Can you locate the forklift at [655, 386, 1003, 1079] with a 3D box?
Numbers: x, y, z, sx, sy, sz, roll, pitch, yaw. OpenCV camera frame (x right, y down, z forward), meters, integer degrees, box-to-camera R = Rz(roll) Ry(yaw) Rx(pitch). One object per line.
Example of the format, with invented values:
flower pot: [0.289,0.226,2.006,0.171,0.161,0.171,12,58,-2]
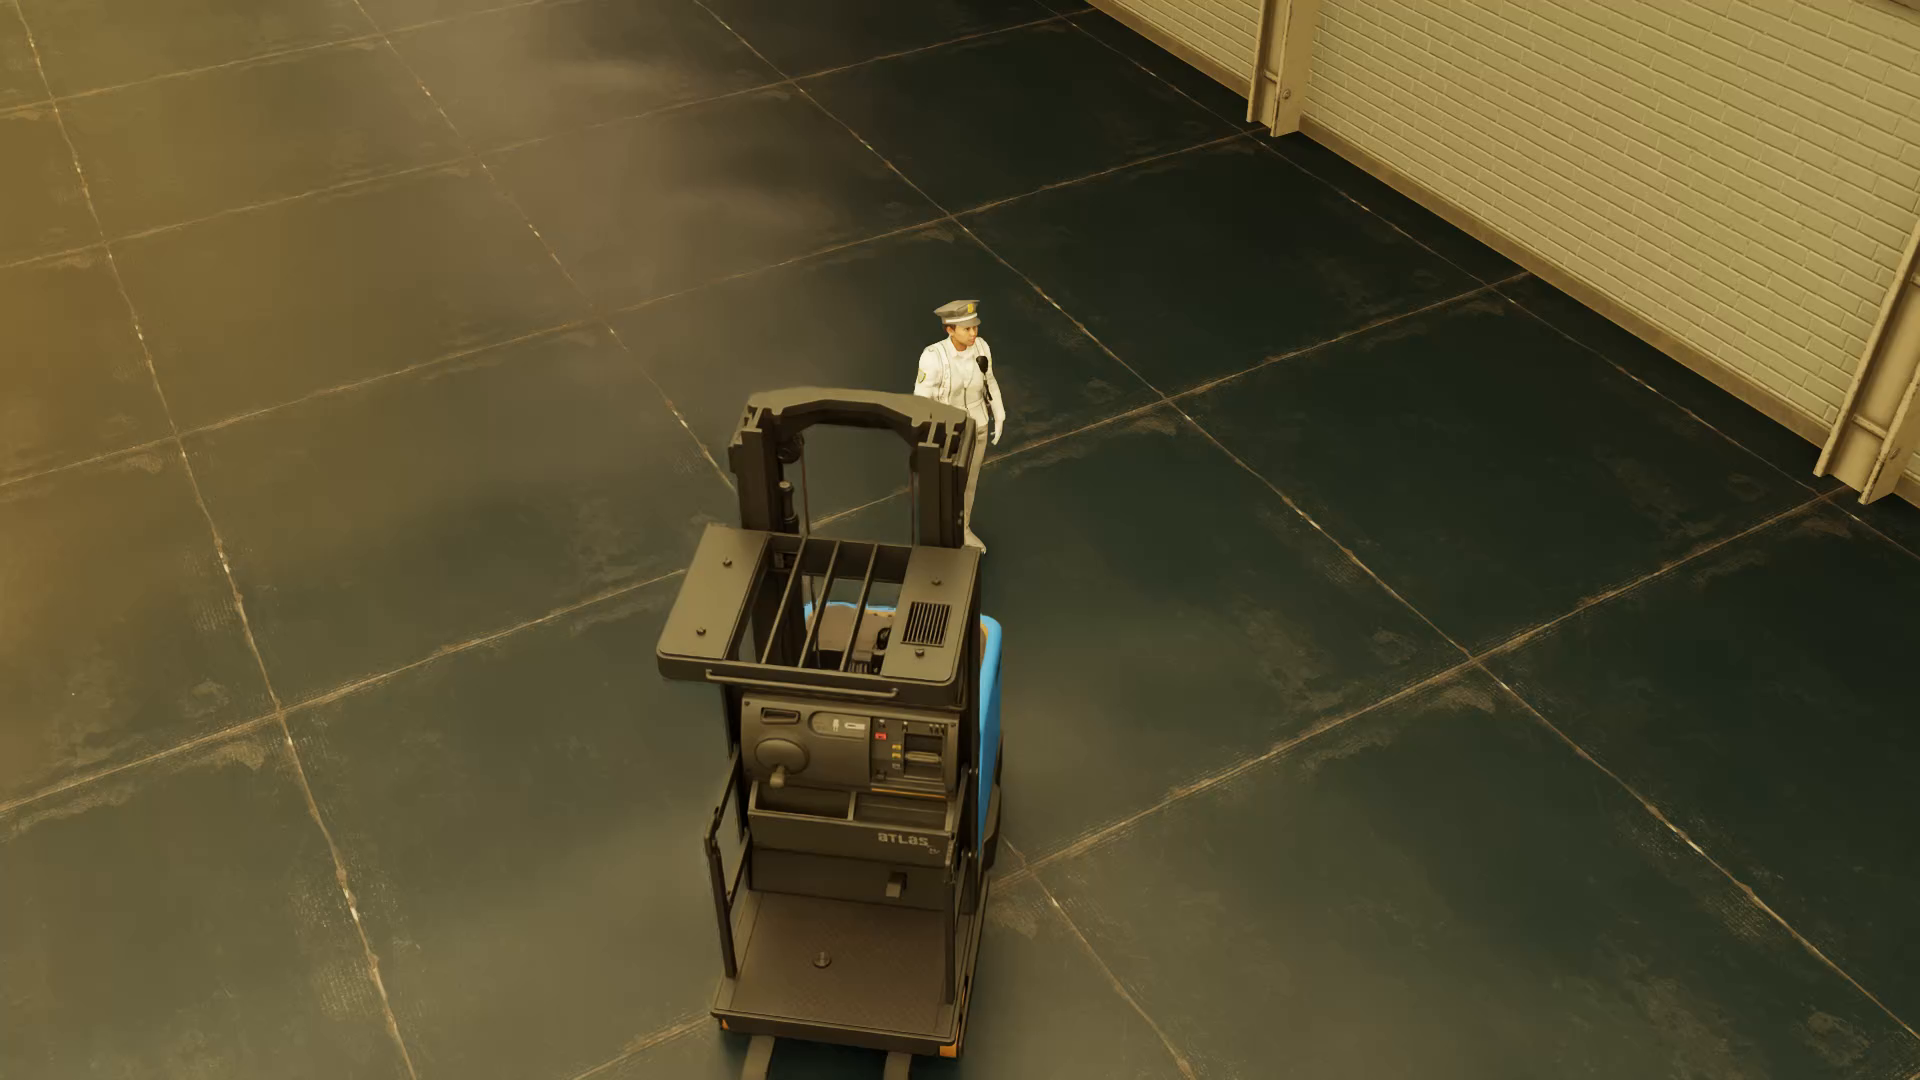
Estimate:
forklift: [-0.496,0.961,6.877,1.130,2.935,3.031,5,40,6]

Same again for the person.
person: [0.024,-0.617,9.738,0.579,1.696,0.533,-20,44,-23]
